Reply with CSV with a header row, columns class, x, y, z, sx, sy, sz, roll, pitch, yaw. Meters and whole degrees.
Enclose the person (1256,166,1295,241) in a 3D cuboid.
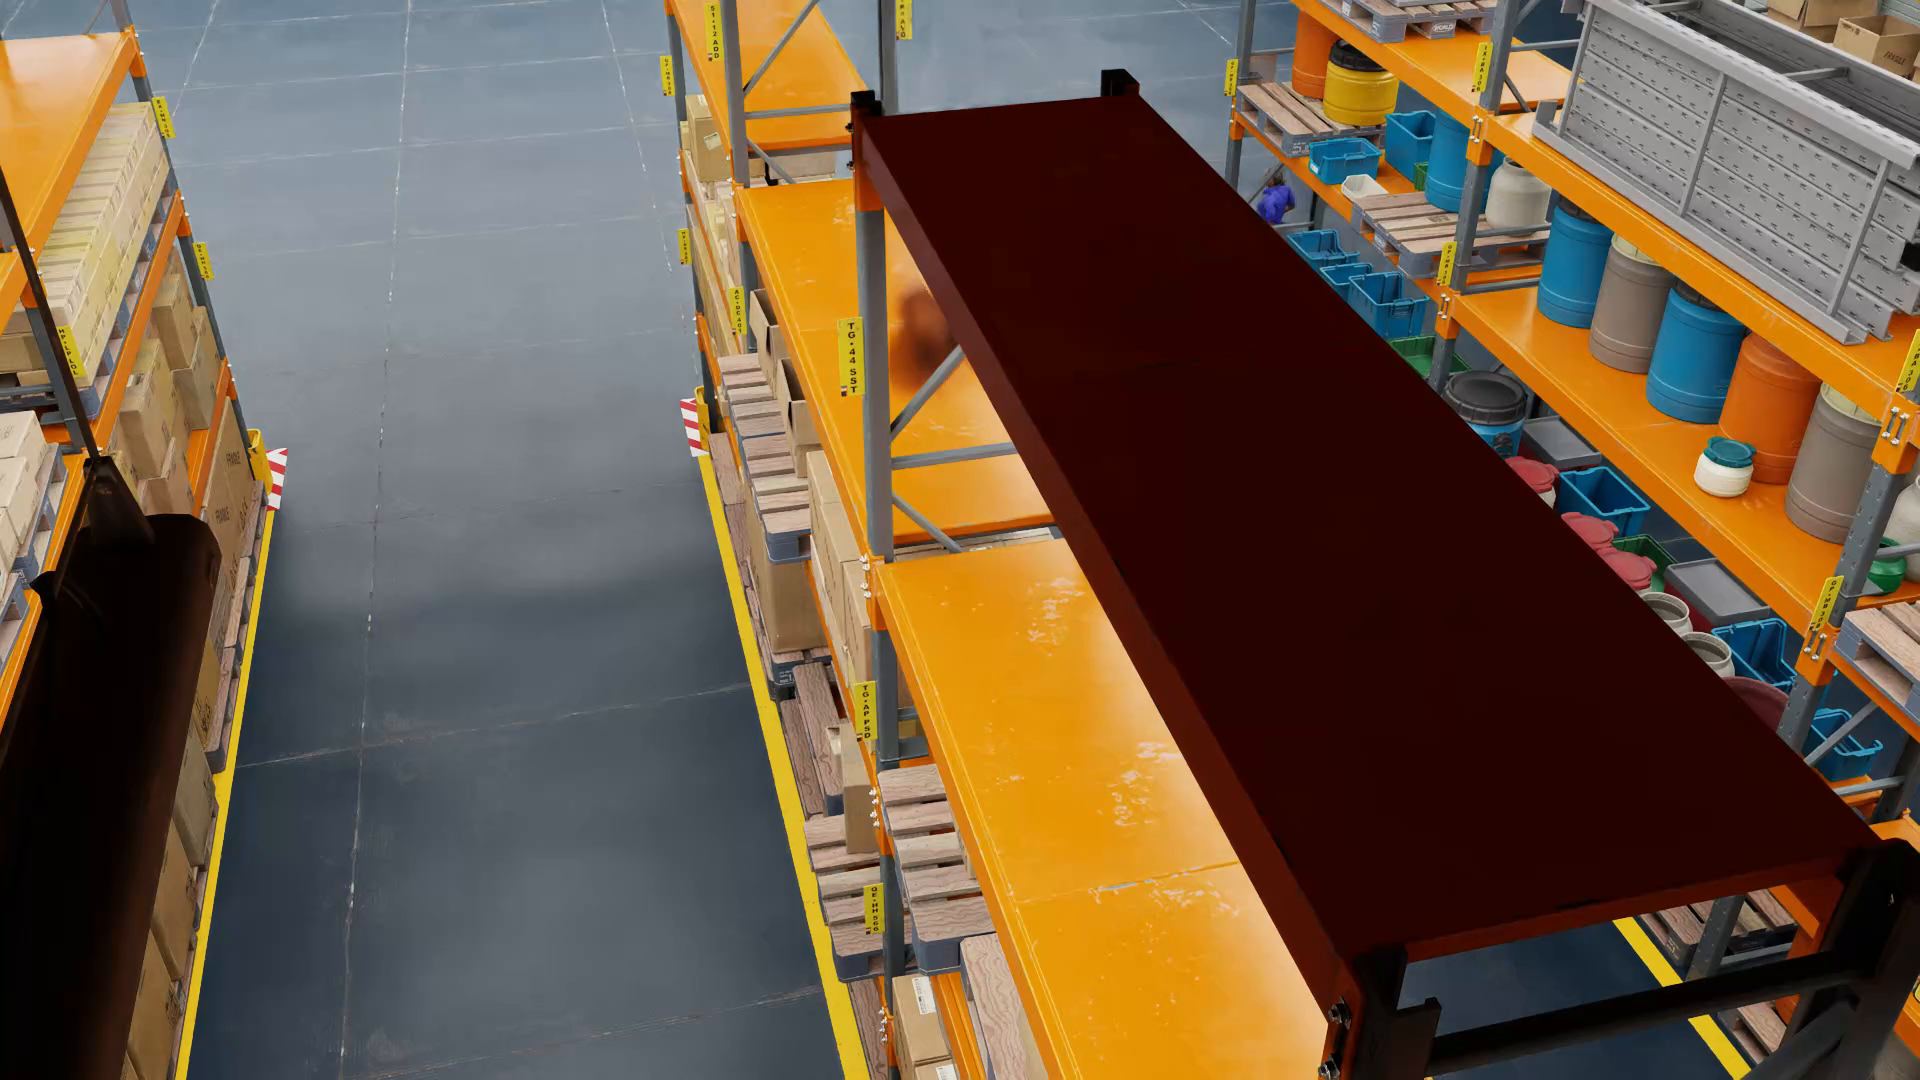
class,x,y,z,sx,sy,sz,roll,pitch,yaw
person,3.227,-3.156,17.322,0.536,1.582,0.578,27,43,33
